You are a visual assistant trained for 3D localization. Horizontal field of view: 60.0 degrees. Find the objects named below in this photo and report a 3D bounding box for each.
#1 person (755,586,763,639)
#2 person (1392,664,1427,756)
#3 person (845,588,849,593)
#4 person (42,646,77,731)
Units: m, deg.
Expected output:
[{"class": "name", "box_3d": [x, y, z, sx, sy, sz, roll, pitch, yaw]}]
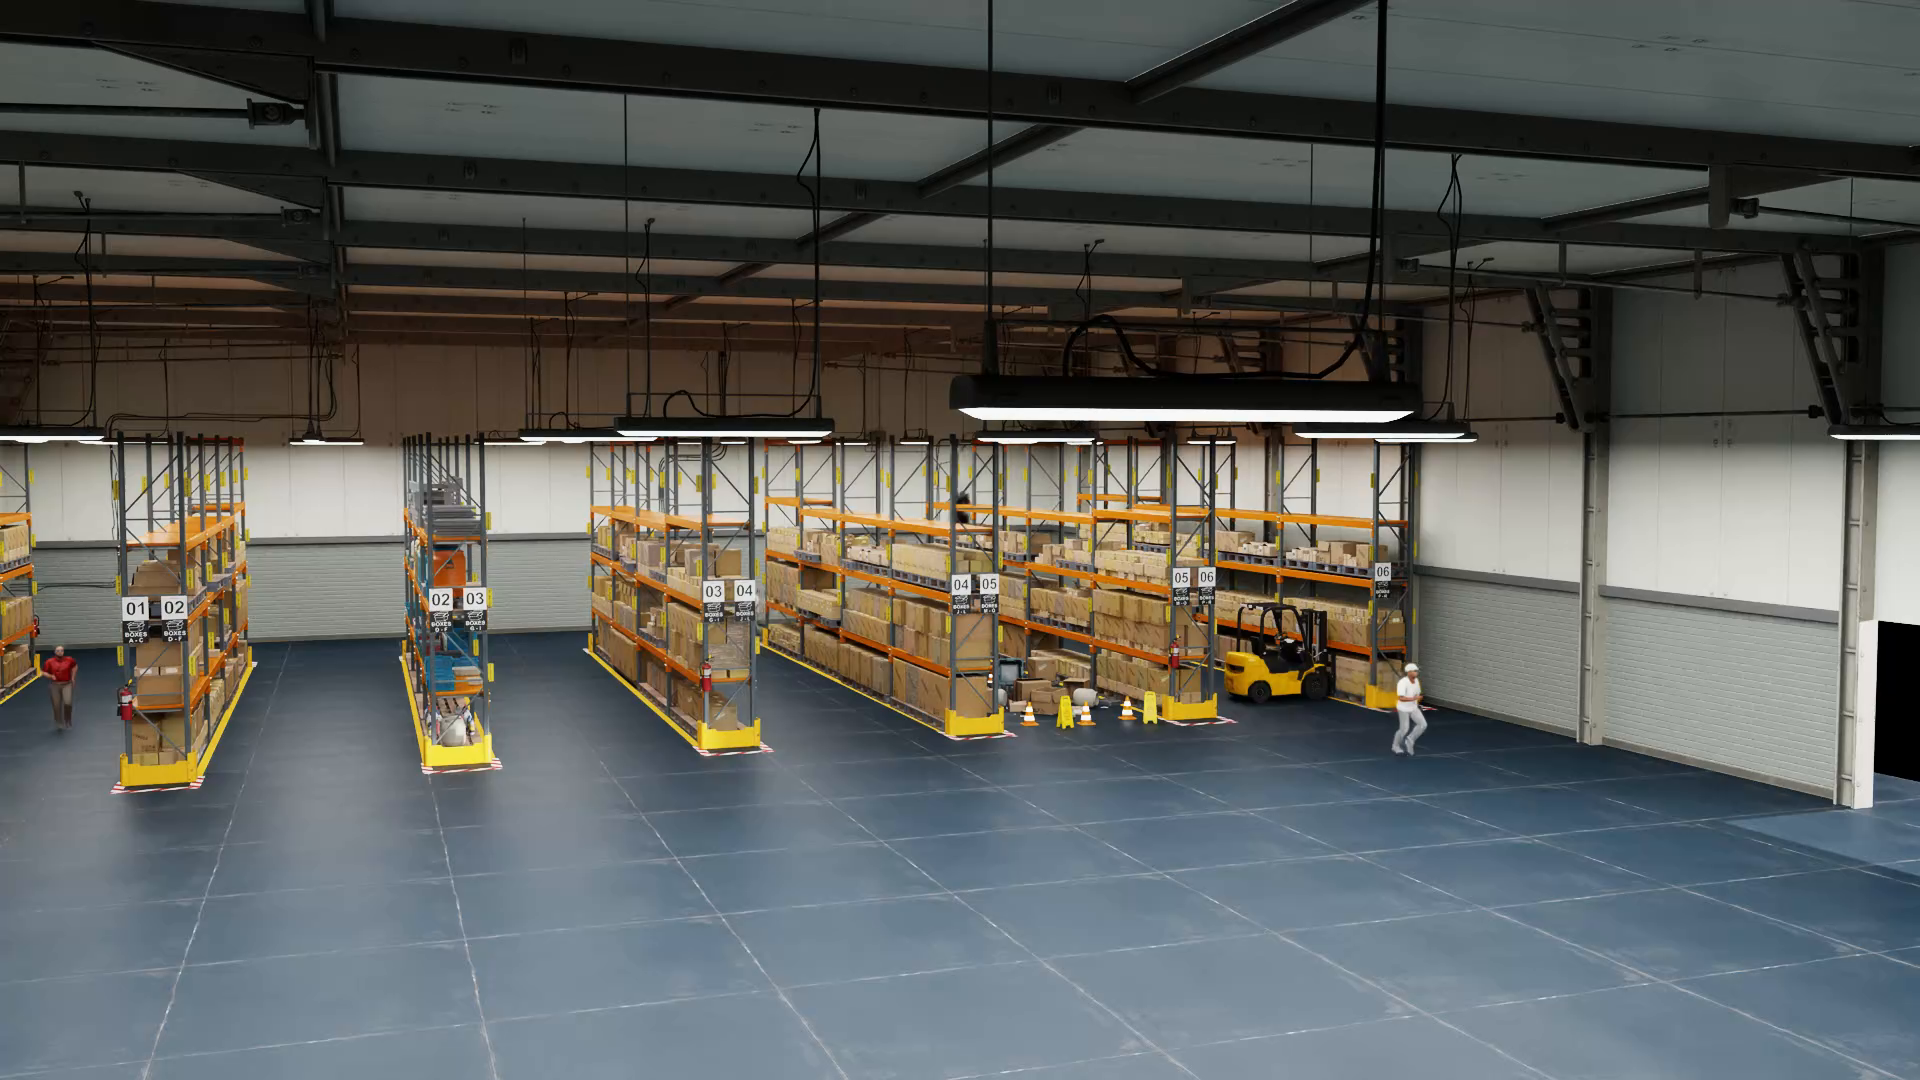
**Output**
[{"class": "person", "box_3d": [-6.126, 2.178, 49.017, 0.861, 1.660, 0.615, -2, 4, -28]}, {"class": "person", "box_3d": [8.321, 3.132, 30.764, 0.737, 1.716, 0.784, -2, 4, -38]}, {"class": "person", "box_3d": [-3.316, 2.216, 48.431, 0.648, 1.639, 0.544, -1, 3, -25]}, {"class": "person", "box_3d": [-18.195, 3.015, 33.633, 0.646, 1.762, 0.753, -2, 4, -31]}]
